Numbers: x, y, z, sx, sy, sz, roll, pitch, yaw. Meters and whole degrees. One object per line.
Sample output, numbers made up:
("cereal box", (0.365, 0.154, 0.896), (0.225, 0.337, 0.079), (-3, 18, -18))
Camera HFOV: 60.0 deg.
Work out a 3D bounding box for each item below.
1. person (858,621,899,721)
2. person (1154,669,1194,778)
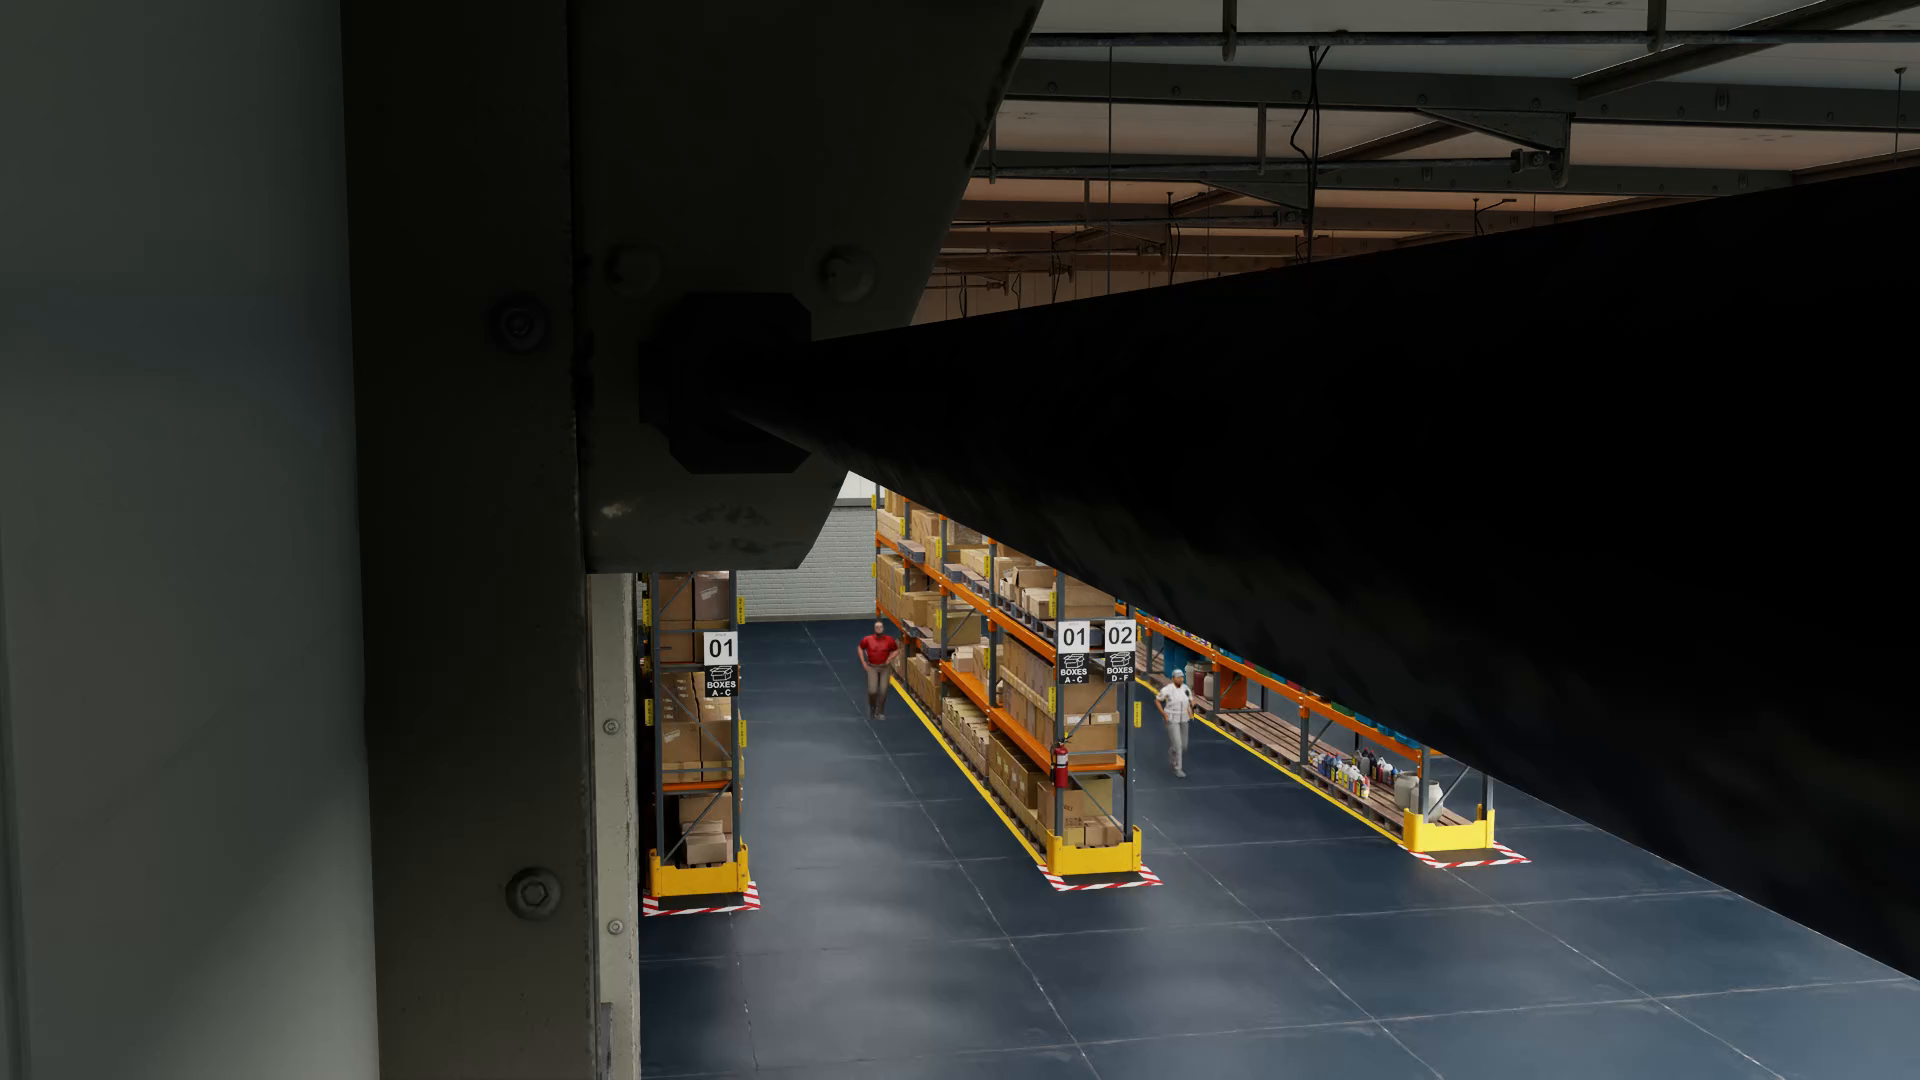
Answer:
("person", (-1.395, 2.267, 28.616), (0.710, 1.726, 0.529), (-1, 6, -6))
("person", (3.378, 2.838, 26.073), (0.630, 1.651, 0.724), (-2, 6, -20))
